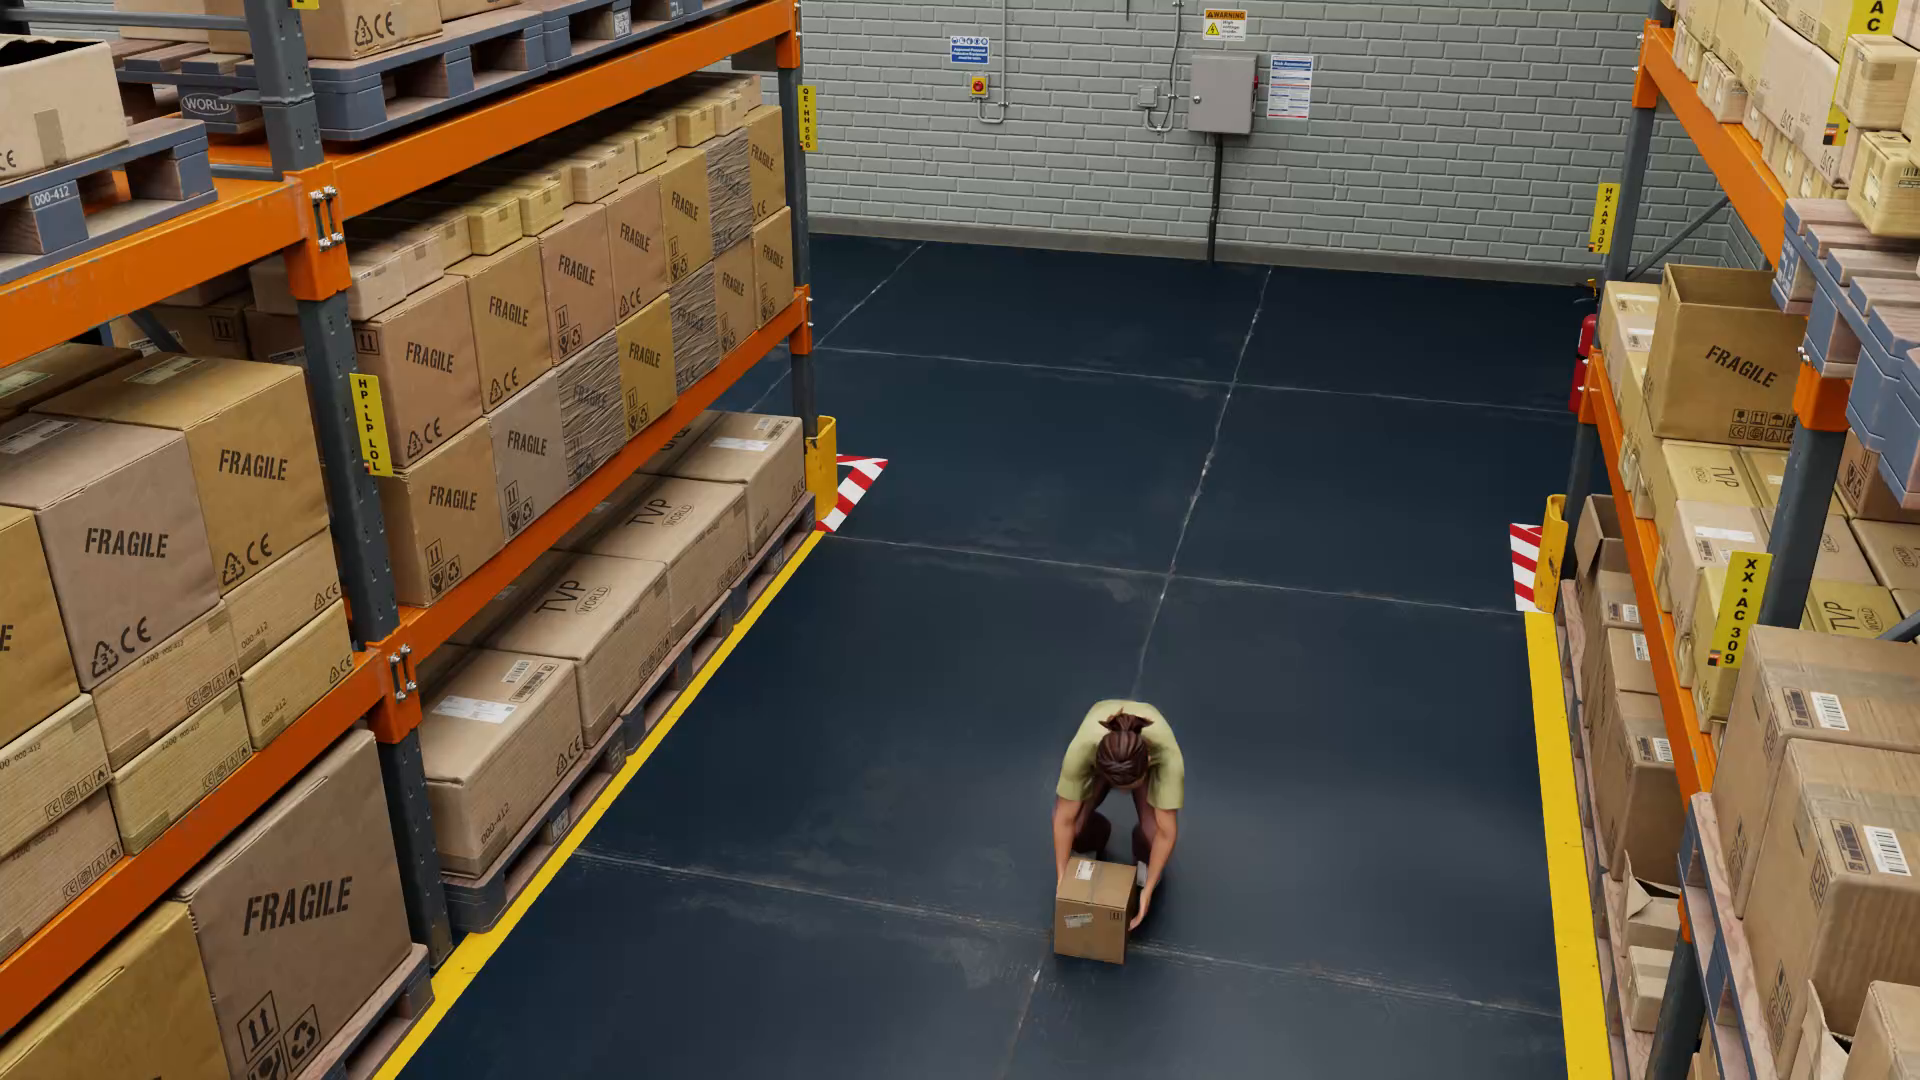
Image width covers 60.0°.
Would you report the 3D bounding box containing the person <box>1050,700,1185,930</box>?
[{"bbox_3d":[0.597,0.919,6.136,0.486,0.857,0.802,6,26,13],"label":"person"}]
